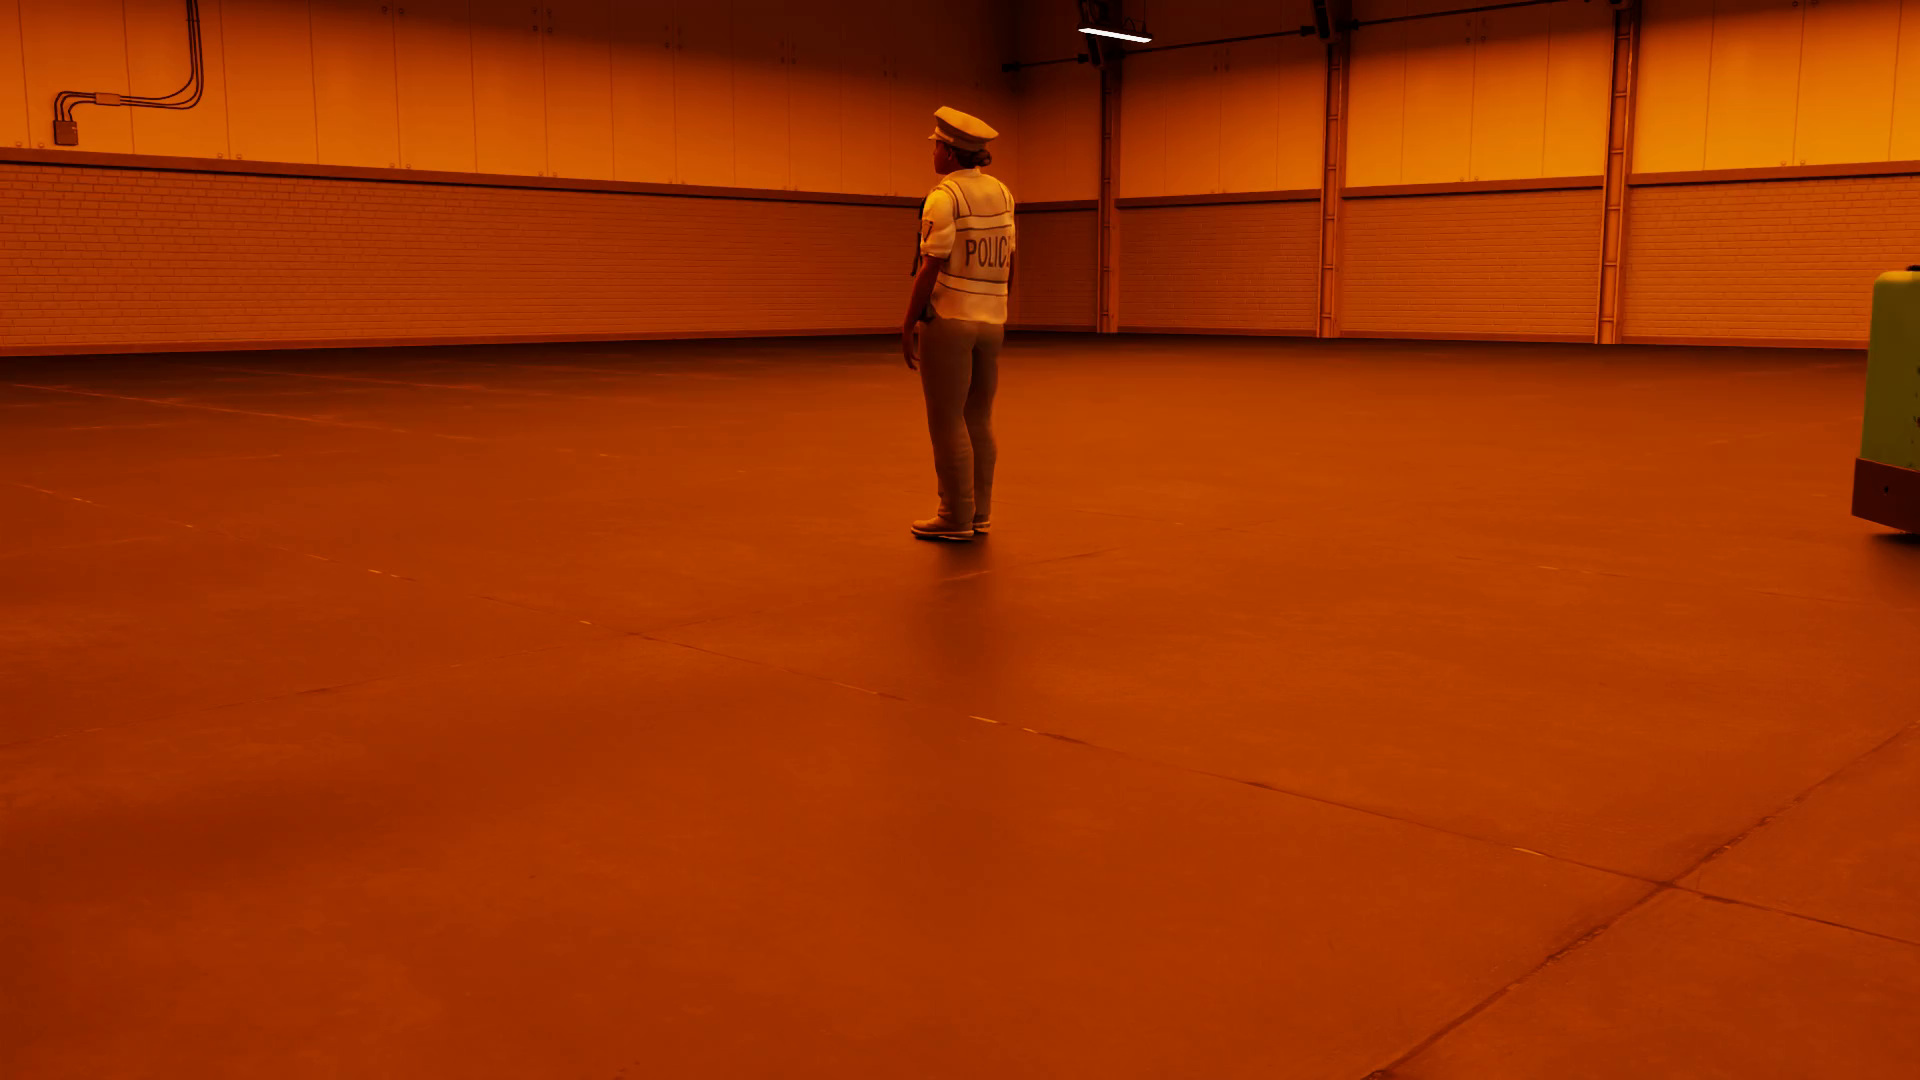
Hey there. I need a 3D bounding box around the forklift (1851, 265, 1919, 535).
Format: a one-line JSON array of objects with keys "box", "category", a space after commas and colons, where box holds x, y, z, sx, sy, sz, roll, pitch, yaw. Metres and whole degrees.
[{"box": [5.182, -1.398, 6.158, 3.031, 2.935, 1.130, 1, 9, 4], "category": "forklift"}]

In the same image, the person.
[{"box": [-0.040, -0.855, 6.656, 0.528, 1.695, 0.569, 8, 12, 43], "category": "person"}]
